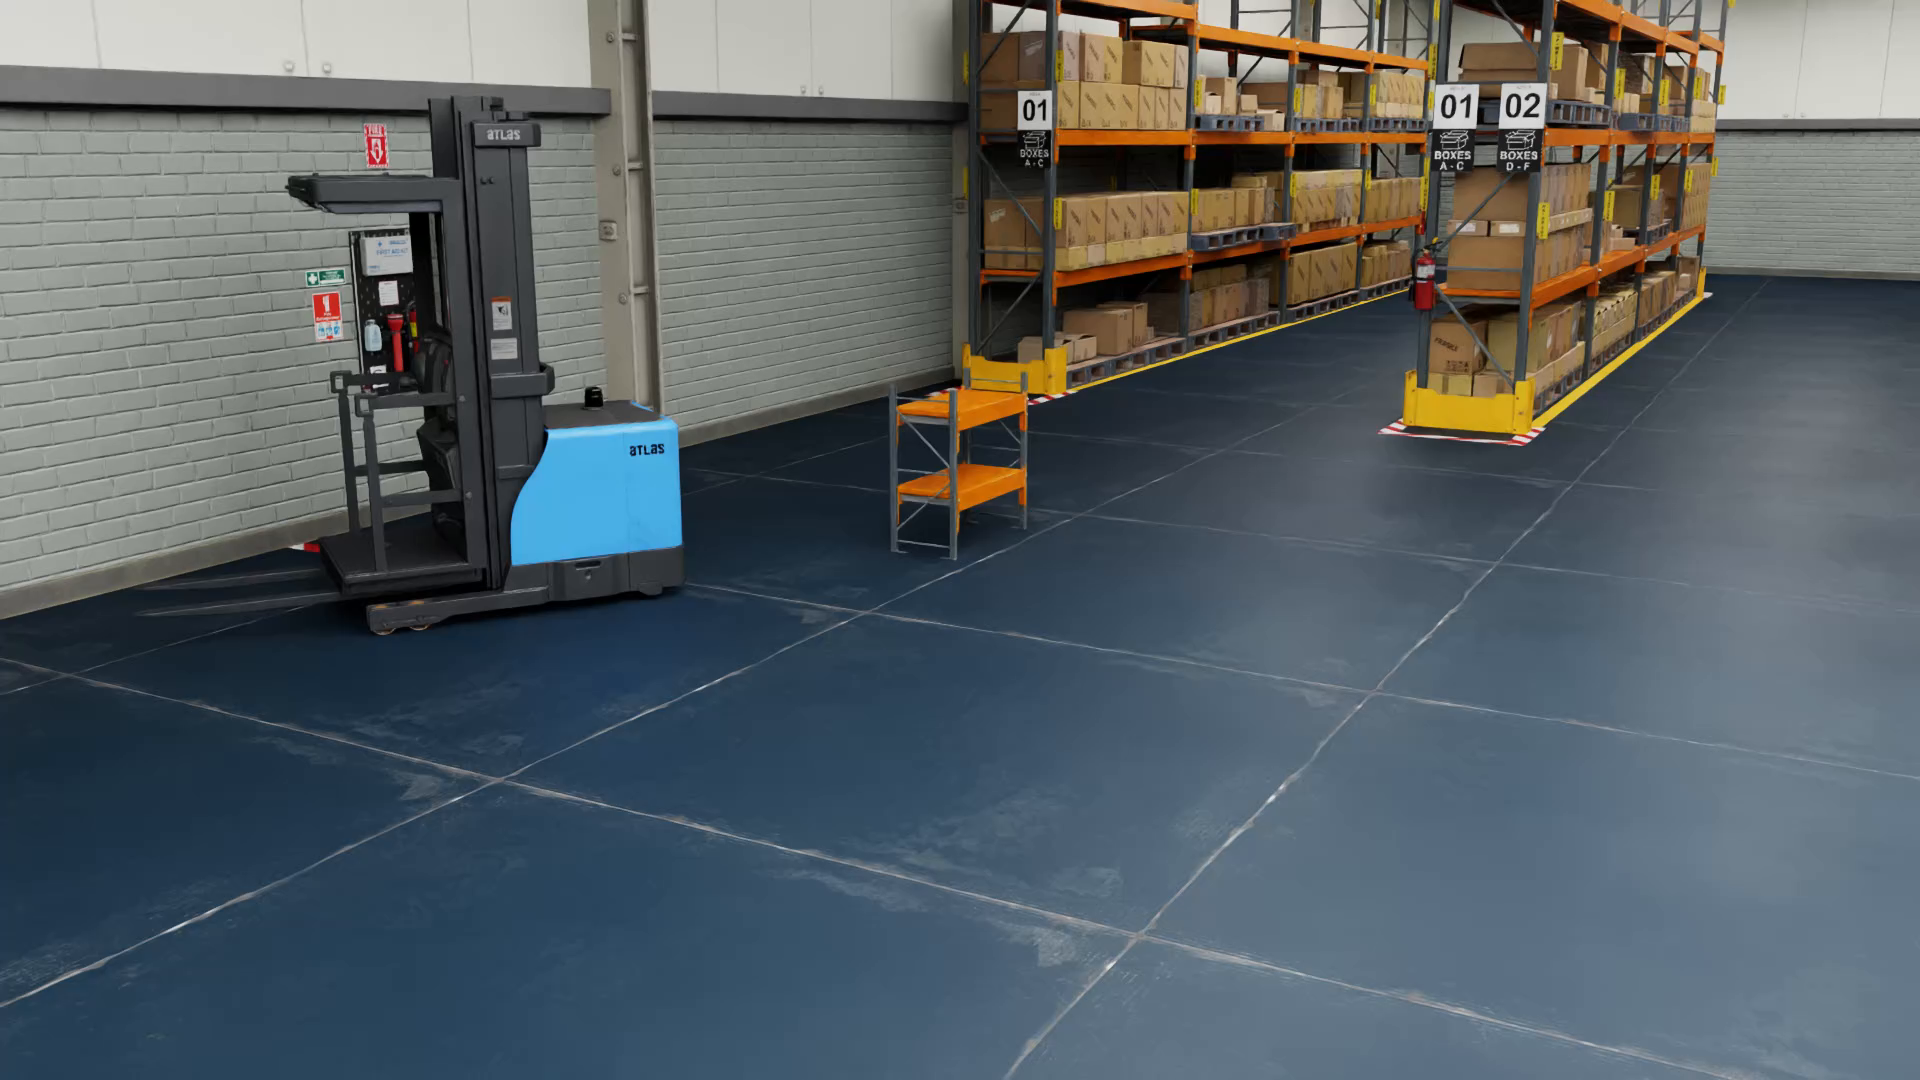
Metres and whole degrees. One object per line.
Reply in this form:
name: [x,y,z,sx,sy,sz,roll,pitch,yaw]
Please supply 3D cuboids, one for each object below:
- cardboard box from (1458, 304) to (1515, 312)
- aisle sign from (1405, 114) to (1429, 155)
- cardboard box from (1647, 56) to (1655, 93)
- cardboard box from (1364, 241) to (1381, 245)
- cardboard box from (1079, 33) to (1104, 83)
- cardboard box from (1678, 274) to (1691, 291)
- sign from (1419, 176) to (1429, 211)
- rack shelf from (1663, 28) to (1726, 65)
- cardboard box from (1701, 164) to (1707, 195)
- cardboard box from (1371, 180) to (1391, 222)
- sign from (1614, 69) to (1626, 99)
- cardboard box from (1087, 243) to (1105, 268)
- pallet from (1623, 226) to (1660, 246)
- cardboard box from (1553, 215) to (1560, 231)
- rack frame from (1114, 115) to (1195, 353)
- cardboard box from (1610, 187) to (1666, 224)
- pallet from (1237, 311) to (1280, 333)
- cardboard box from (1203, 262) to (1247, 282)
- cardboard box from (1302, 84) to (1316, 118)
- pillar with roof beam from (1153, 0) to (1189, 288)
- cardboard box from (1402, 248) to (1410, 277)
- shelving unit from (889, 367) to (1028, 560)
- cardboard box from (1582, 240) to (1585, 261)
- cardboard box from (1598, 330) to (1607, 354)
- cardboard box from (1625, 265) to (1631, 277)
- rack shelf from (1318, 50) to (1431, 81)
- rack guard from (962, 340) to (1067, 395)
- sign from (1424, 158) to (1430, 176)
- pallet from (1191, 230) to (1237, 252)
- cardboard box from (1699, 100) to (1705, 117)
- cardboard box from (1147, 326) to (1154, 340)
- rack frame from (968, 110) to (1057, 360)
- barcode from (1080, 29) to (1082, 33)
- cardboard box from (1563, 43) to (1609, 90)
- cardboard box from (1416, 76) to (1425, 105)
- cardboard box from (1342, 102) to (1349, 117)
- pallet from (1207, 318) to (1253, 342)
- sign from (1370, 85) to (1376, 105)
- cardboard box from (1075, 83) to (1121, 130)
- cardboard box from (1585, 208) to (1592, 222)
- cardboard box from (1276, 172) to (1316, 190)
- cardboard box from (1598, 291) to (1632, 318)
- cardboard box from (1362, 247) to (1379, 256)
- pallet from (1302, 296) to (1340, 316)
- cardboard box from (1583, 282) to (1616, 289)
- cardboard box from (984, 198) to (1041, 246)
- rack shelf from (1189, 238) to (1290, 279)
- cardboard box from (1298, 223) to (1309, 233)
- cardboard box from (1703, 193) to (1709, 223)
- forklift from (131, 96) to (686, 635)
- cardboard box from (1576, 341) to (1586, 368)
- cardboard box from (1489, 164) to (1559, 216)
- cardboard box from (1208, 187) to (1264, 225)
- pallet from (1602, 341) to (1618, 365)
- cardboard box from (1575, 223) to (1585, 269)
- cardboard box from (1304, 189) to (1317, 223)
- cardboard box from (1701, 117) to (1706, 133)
cardboard box: [5.610,-2.237,17.785,0.500,0.500,0.500,7,15,28]
aisle sign: [8.591,-7.640,31.277,0.394,0.787,0.004,7,15,28]
cardboard box: [9.228,-6.380,22.851,0.500,0.500,0.500,7,15,28]
cardboard box: [7.563,-5.438,30.743,0.380,0.149,0.250,8,15,29]
cardboard box: [1.245,-5.264,18.180,0.500,0.500,0.500,7,15,27]
cardboard box: [12.099,-4.381,28.235,0.500,0.250,0.500,7,15,28]
sign: [4.429,-3.295,15.824,0.100,0.325,0.005,7,15,28]
rack shelf: [11.665,-7.990,27.016,1.077,0.370,4.000,7,15,28]
cardboard box: [12.168,-6.037,27.826,0.500,0.500,0.500,8,16,30]
cardboard box: [6.994,-5.979,29.295,0.980,0.700,0.700,7,15,27]
sign: [7.318,-5.059,18.444,0.100,0.325,0.005,7,15,28]
cardboard box: [1.312,-3.222,18.775,0.500,0.250,0.500,7,15,26]
pallet: [9.031,-4.247,23.161,1.213,0.211,1.003,7,15,28]
cardboard box: [5.896,-3.237,16.963,0.380,0.149,0.250,7,15,27]
rack frame: [2.493,-3.934,21.450,1.000,3.000,0.127,7,15,28]
cardboard box: [9.898,-4.898,24.339,0.700,0.500,0.500,3,14,14]
pallet: [4.048,-3.238,24.516,1.003,0.211,1.213,7,15,28]
cardboard box: [3.794,-3.854,23.914,0.500,0.250,0.500,8,16,29]
cardboard box: [5.100,-6.808,25.819,0.700,0.500,0.500,8,16,31]
pillar with roof beam: [6.809,-7.014,21.427,9.100,9.000,0.400,7,15,28]
cardboard box: [8.043,-5.230,31.263,0.700,0.500,0.500,7,15,28]
shelving unit: [0.003,-0.548,11.407,0.538,1.125,1.048,7,15,28]
cardboard box: [7.031,-3.406,19.582,0.500,0.250,0.500,9,16,32]
cardboard box: [7.491,-2.400,20.059,0.500,0.250,0.500,8,16,29]
cardboard box: [9.768,-4.101,24.938,0.500,0.250,0.500,7,15,28]
rack shelf: [7.327,-8.357,29.388,1.077,0.370,4.000,7,15,28]
rack guard: [0.596,-1.913,18.403,1.175,0.500,0.348,7,15,28]
sign: [8.762,-7.009,31.231,0.100,0.325,0.005,7,15,28]
pallet: [2.990,-3.981,22.054,1.003,0.211,1.213,7,15,28]
cardboard box: [11.643,-6.918,26.684,0.500,0.250,0.500,7,15,28]
cardboard box: [2.261,-2.657,21.261,0.380,0.166,0.250,5,15,21]
rack frame: [0.559,-3.113,18.046,1.000,3.000,0.127,7,15,28]
barcode: [1.445,-6.079,19.895,0.001,0.075,0.075,7,15,28]
cardboard box: [7.164,-5.449,19.160,0.500,0.500,0.500,8,15,29]
cardboard box: [8.179,-8.217,30.428,0.500,0.500,0.500,7,15,28]
cardboard box: [6.486,-7.380,28.555,0.500,0.250,0.500,8,15,29]
pallet: [3.457,-2.989,23.482,1.003,0.211,1.213,7,15,28]
sign: [6.840,-7.378,27.562,0.100,0.325,0.005,7,15,28]
cardboard box: [1.478,-4.883,18.731,0.500,0.500,0.500,8,16,31]
cardboard box: [6.887,-3.657,18.705,0.380,0.149,0.250,7,15,28]
cardboard box: [5.131,-5.496,25.440,0.500,0.250,0.500,7,15,27]
cardboard box: [8.482,-3.091,21.729,0.500,0.311,0.500,7,15,27]
cardboard box: [7.137,-5.071,29.219,0.380,0.149,0.250,8,16,30]
pallet: [5.465,-3.801,26.850,1.003,0.211,1.213,7,15,28]
cardboard box: [9.011,-3.411,23.676,0.500,0.500,0.500,8,16,30]
cardboard box: [0.601,-3.535,18.474,0.500,0.500,0.500,7,15,27]
rack shelf: [3.460,-3.994,23.236,1.077,0.370,4.000,7,15,28]
cardboard box: [5.121,-4.779,25.449,0.380,0.149,0.250,8,16,30]
cardboard box: [12.654,-5.761,28.816,0.500,0.500,0.500,8,16,30]
forklift: [-3.223,-1.033,9.565,3.031,2.935,1.130,-7,15,-27]
cardboard box: [6.798,-2.121,18.900,0.500,0.250,0.500,7,15,28]
cardboard box: [5.652,-3.549,16.873,0.700,0.500,0.500,7,15,28]
cardboard box: [3.962,-4.801,23.897,0.700,0.500,0.500,6,15,23]
pallet: [7.742,-2.424,21.139,1.003,0.211,1.213,7,15,28]
cardboard box: [6.622,-3.330,18.732,0.700,0.500,0.500,7,15,27]
cardboard box: [5.147,-5.134,25.539,0.500,0.500,0.500,8,16,30]
cardboard box: [11.877,-6.779,27.172,0.500,0.250,0.500,7,15,28]
